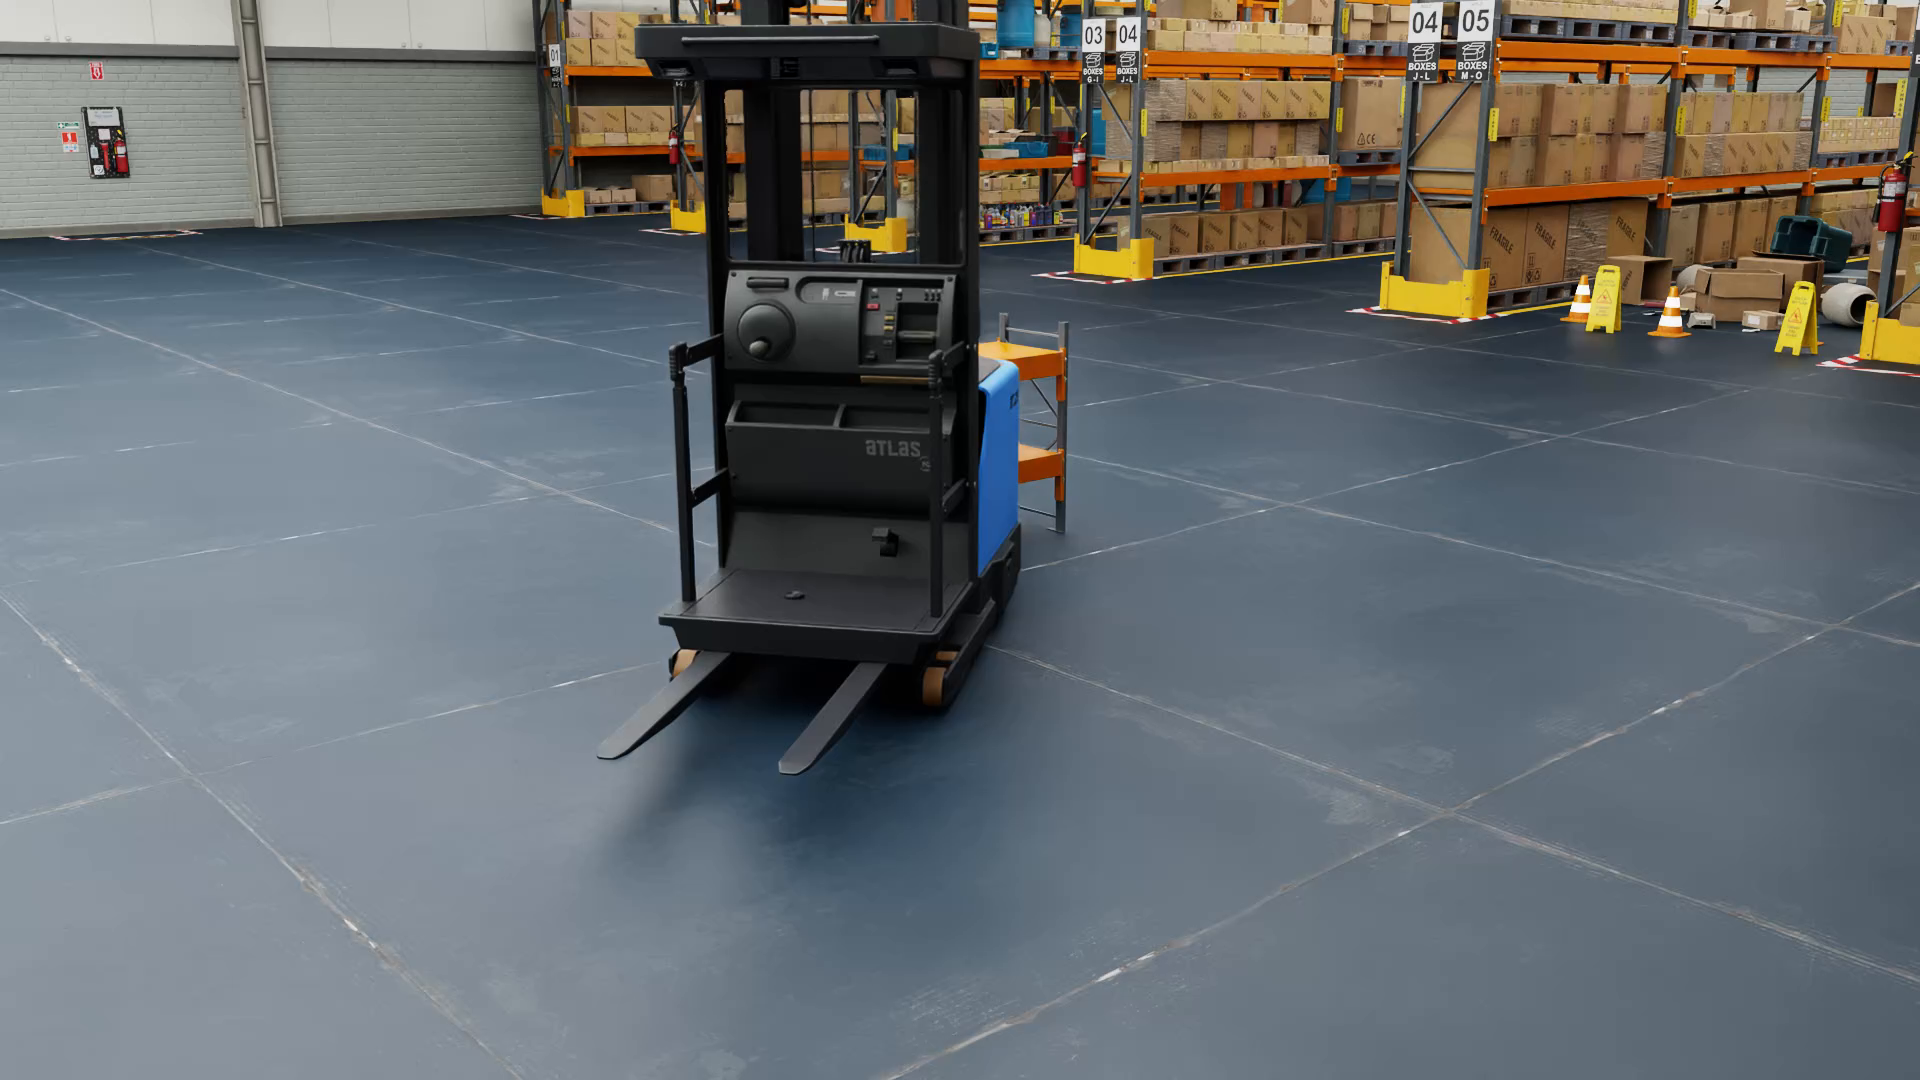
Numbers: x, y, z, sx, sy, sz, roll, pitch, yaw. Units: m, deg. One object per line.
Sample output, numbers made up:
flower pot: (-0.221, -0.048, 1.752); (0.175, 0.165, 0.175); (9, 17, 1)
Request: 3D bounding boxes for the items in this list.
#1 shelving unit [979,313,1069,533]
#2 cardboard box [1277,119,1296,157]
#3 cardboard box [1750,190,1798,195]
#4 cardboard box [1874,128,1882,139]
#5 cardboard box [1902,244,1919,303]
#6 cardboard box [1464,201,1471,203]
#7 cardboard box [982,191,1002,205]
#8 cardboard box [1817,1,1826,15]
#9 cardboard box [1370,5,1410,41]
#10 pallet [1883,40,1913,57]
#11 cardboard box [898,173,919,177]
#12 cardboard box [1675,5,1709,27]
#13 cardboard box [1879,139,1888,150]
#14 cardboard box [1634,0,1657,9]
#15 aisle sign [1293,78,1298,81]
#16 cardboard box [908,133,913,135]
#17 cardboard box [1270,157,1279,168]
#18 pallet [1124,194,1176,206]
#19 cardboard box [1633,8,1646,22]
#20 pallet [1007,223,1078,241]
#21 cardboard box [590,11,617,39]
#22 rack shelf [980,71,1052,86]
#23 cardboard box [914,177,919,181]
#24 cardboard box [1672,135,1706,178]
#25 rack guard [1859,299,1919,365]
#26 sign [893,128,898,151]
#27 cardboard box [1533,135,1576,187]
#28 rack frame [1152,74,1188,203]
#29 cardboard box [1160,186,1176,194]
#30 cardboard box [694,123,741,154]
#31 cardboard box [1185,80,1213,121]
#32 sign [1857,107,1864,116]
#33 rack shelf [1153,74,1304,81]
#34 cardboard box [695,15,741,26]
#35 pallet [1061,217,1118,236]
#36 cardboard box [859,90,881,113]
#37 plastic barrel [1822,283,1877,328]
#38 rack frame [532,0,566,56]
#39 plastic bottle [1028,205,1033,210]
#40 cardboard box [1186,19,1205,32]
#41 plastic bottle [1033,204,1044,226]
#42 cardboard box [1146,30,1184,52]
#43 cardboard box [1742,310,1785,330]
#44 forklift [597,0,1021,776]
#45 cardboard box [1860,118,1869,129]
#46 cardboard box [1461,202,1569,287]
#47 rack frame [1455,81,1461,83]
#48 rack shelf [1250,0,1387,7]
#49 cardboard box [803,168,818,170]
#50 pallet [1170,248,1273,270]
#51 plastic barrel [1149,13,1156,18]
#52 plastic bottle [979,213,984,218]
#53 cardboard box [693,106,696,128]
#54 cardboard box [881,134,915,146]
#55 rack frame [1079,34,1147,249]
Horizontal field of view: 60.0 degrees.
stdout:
shelving unit: (0.005, -0.545, 8.609); (1.048, 1.125, 0.538); (-13, 19, -39)
cardboard box: (4.177, -5.630, 23.245); (0.500, 0.500, 0.875); (-13, 19, -39)
cardboard box: (11.499, -4.799, 23.482); (0.500, 0.250, 0.500); (-13, 20, -41)
cardboard box: (13.010, -5.848, 23.927); (0.250, 0.149, 0.380); (-13, 19, -39)
cardboard box: (8.879, -2.396, 14.970); (0.500, 0.500, 0.500); (-12, 19, -39)
cardboard box: (8.510, -5.547, 27.007); (0.875, 0.875, 1.225); (-14, 20, -42)
cardboard box: (0.471, -6.752, 32.730); (0.500, 0.250, 0.500); (-12, 19, -38)
cardboard box: (12.246, -7.483, 23.463); (0.258, 0.266, 0.396); (-13, 19, -39)
cardboard box: (6.088, -7.502, 24.197); (0.637, 0.503, 0.797); (-12, 19, -37)
pallet: (12.856, -7.051, 23.886); (1.003, 0.211, 1.213); (-13, 19, -39)
cardboard box: (-1.138, -8.414, 37.789); (0.750, 0.750, 0.750); (-13, 20, -40)
cardboard box: (8.757, -6.286, 19.913); (0.396, 0.266, 0.258); (-13, 20, -40)
cardboard box: (13.223, -5.752, 24.143); (0.250, 0.149, 0.380); (-14, 20, -42)
cardboard box: (7.553, -6.150, 18.856); (0.500, 0.250, 0.500); (-13, 20, -40)
aisle sign: (7.763, -10.750, 38.145); (0.004, 0.787, 0.394); (-13, 19, -39)
cardboard box: (-1.183, -9.091, 37.418); (0.250, 0.149, 0.380); (-12, 19, -39)
cardboard box: (4.175, -5.213, 22.941); (0.250, 0.149, 0.380); (-13, 19, -39)
pallet: (3.904, -7.372, 35.940); (1.213, 0.211, 1.003); (-13, 19, -39)
cardboard box: (7.496, -5.922, 18.776); (0.250, 0.149, 0.380); (-13, 19, -39)
pallet: (1.172, -5.091, 27.402); (1.213, 0.211, 1.003); (-13, 19, -39)
cardboard box: (-6.953, -9.879, 31.938); (0.500, 0.500, 0.500); (-13, 20, -40)
rack shelf: (-0.034, -8.950, 32.024); (4.000, 0.370, 1.077); (-13, 19, -39)
cardboard box: (-0.686, -6.760, 31.673); (0.500, 0.311, 0.500); (-13, 20, -40)
cardboard box: (8.711, -4.682, 20.273); (0.500, 0.500, 0.500); (-12, 19, -39)
rack guard: (8.503, -1.778, 14.439); (0.348, 0.500, 1.175); (-13, 19, -39)
sign: (-0.953, -5.893, 24.461); (0.005, 0.325, 0.100); (-13, 19, -39)
cardboard box: (6.276, -4.232, 18.489); (0.550, 0.550, 0.875); (-13, 19, -39)
rack frame: (4.493, -8.864, 36.124); (0.127, 3.000, 1.000); (-13, 19, -39)
cardboard box: (4.309, -7.730, 35.868); (0.500, 0.500, 0.500); (-13, 20, -40)
cardboard box: (-4.199, -6.957, 28.787); (0.500, 0.500, 0.700); (-13, 19, -39)
cardboard box: (2.916, -5.701, 21.573); (0.500, 0.500, 0.500); (-13, 19, -39)
sign: (13.811, -6.475, 25.501); (0.005, 0.325, 0.100); (-13, 19, -39)
rack shelf: (6.002, -10.305, 37.098); (4.000, 0.370, 1.077); (-13, 19, -39)
cardboard box: (-4.124, -8.698, 28.402); (0.637, 0.503, 0.797); (-11, 18, -36)
pallet: (2.273, -5.338, 28.324); (1.213, 0.211, 1.003); (-13, 19, -39)
cardboard box: (-1.873, -8.108, 30.584); (0.500, 0.500, 0.700); (-13, 19, -39)
plastic barrel: (9.010, -2.373, 16.814); (0.421, 0.421, 0.512); (0, 15, -1)
rack frame: (-7.814, -10.694, 31.347); (0.127, 3.000, 1.000); (-13, 19, -39)
plastic bottle: (1.178, -5.470, 27.850); (0.097, 0.271, 0.097); (0, 15, 0)
cardboard box: (2.921, -6.598, 21.343); (0.250, 0.149, 0.380); (-12, 19, -37)
plastic bottle: (1.265, -5.279, 26.982); (0.185, 0.351, 0.144); (-14, 20, -42)
cardboard box: (2.473, -6.310, 21.040); (0.500, 0.250, 0.500); (-12, 19, -38)
cardboard box: (8.108, -2.211, 16.739); (0.250, 0.149, 0.380); (-3, 15, -11)
forklift: (-0.518, -0.874, 6.342); (1.130, 2.935, 3.031); (3, 15, 12)
cardboard box: (12.621, -5.907, 23.574); (0.250, 0.149, 0.380); (-12, 19, -38)
cardboard box: (6.251, -3.373, 18.870); (0.875, 0.875, 0.875); (-13, 20, -40)
rack frame: (10.759, -8.577, 35.048); (0.127, 3.000, 1.000); (-13, 19, -39)
rack shelf: (6.233, -9.918, 30.613); (4.000, 0.370, 1.077); (-13, 19, -39)
cardboard box: (-2.852, -6.559, 30.554); (0.500, 0.500, 0.500); (-13, 19, -39)
pallet: (3.554, -3.904, 22.958); (1.213, 0.211, 1.003); (-13, 19, -39)
plastic barrel: (3.469, -8.671, 28.754); (0.708, 0.830, 0.600); (-13, 19, -39)
plastic bottle: (0.334, -5.197, 26.965); (0.097, 0.201, 0.097); (0, 15, 0)
cardboard box: (-5.323, -8.547, 33.732); (0.500, 0.500, 0.500); (-13, 20, -40)
cardboard box: (-1.200, -7.529, 31.414); (0.500, 0.250, 0.500); (-11, 19, -36)
rack frame: (1.940, -4.902, 21.291); (0.127, 3.000, 1.000); (-13, 19, -39)
